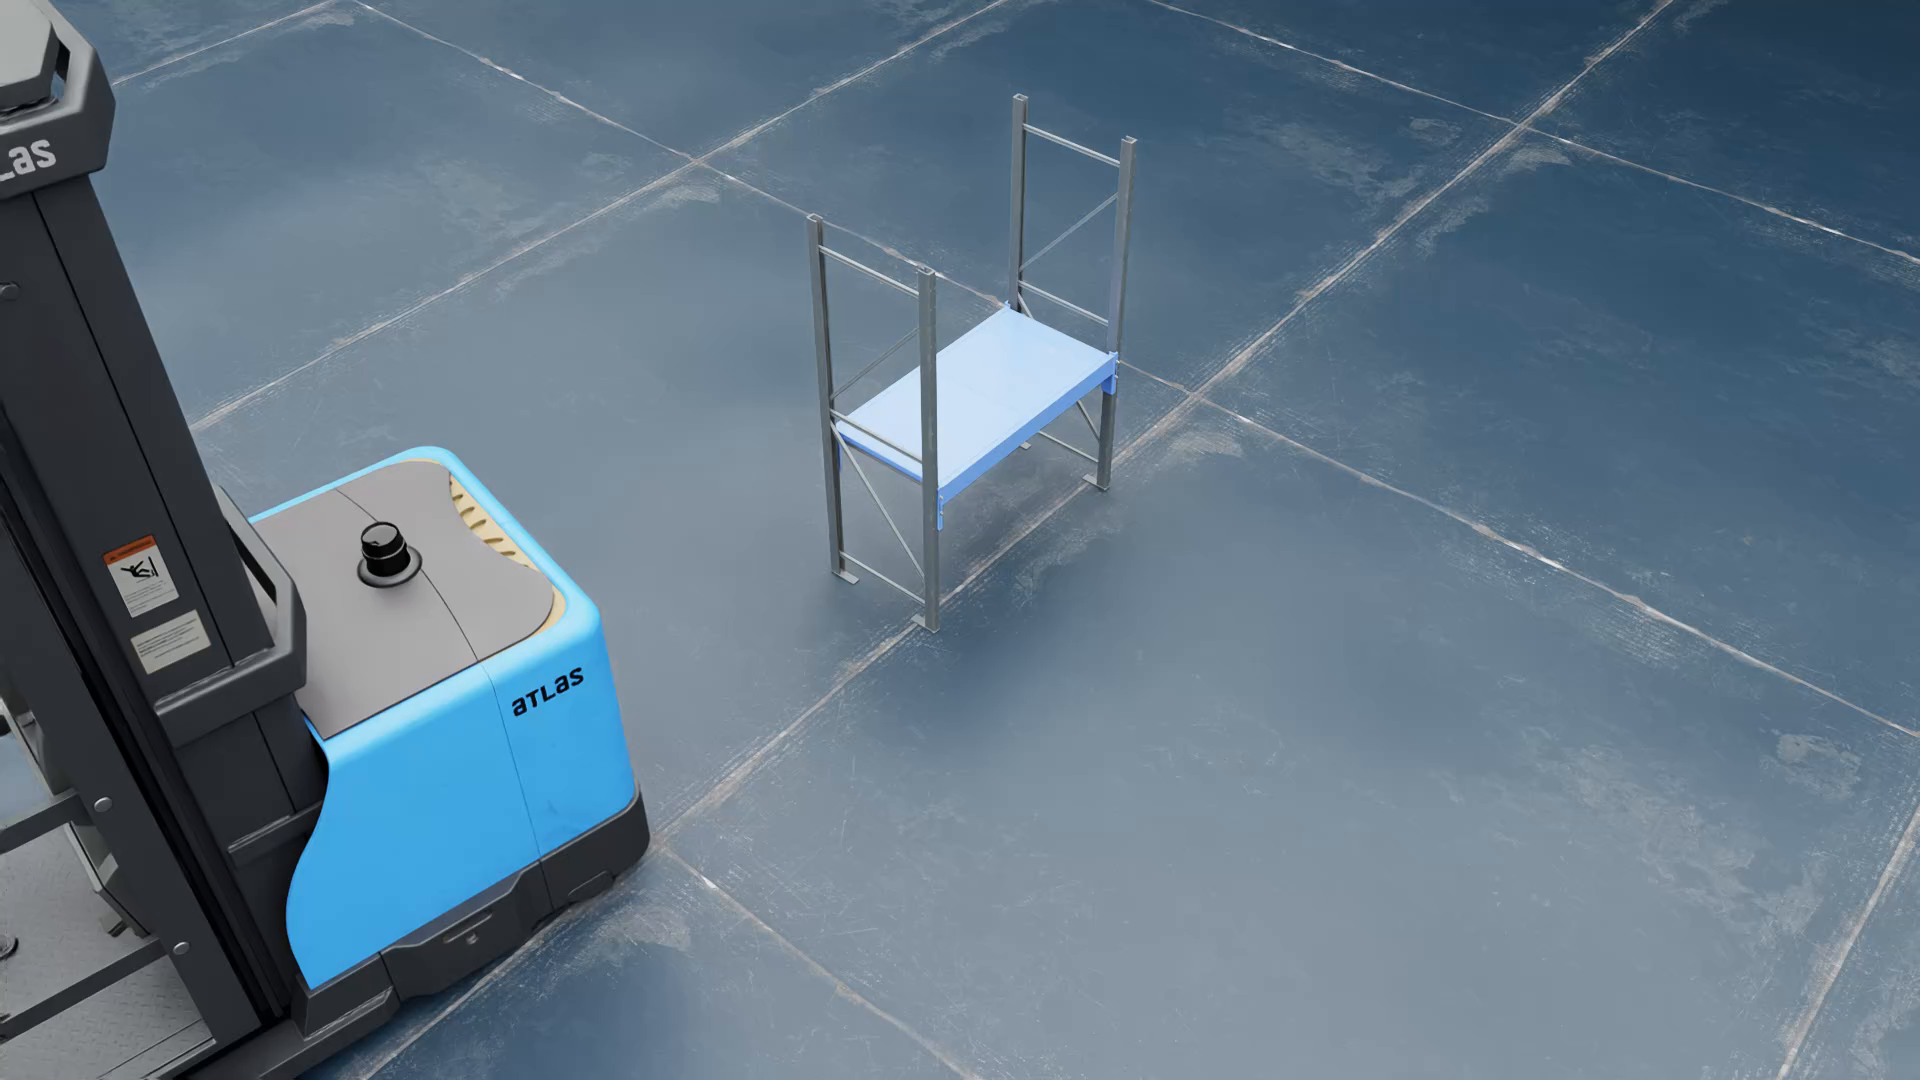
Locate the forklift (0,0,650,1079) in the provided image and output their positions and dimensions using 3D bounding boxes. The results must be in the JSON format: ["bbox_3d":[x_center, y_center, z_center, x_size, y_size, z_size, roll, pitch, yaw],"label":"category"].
[{"bbox_3d":[-2.416,0.281,3.762,3.031,2.935,1.130,-29,50,-28],"label":"forklift"}]

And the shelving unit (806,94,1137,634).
[{"bbox_3d":[0.055,-0.599,5.794,0.538,1.500,1.048,29,50,28],"label":"shelving unit"}]

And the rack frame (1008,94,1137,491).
[{"bbox_3d":[0.382,-0.861,6.082,0.500,1.500,0.032,29,50,28],"label":"rack frame"}]

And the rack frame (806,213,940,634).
[{"bbox_3d":[-0.272,-0.337,5.506,0.500,1.500,0.032,29,50,28],"label":"rack frame"}]

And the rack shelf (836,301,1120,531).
[{"bbox_3d":[0.055,-0.466,5.915,0.538,0.185,1.000,29,50,28],"label":"rack shelf"}]
